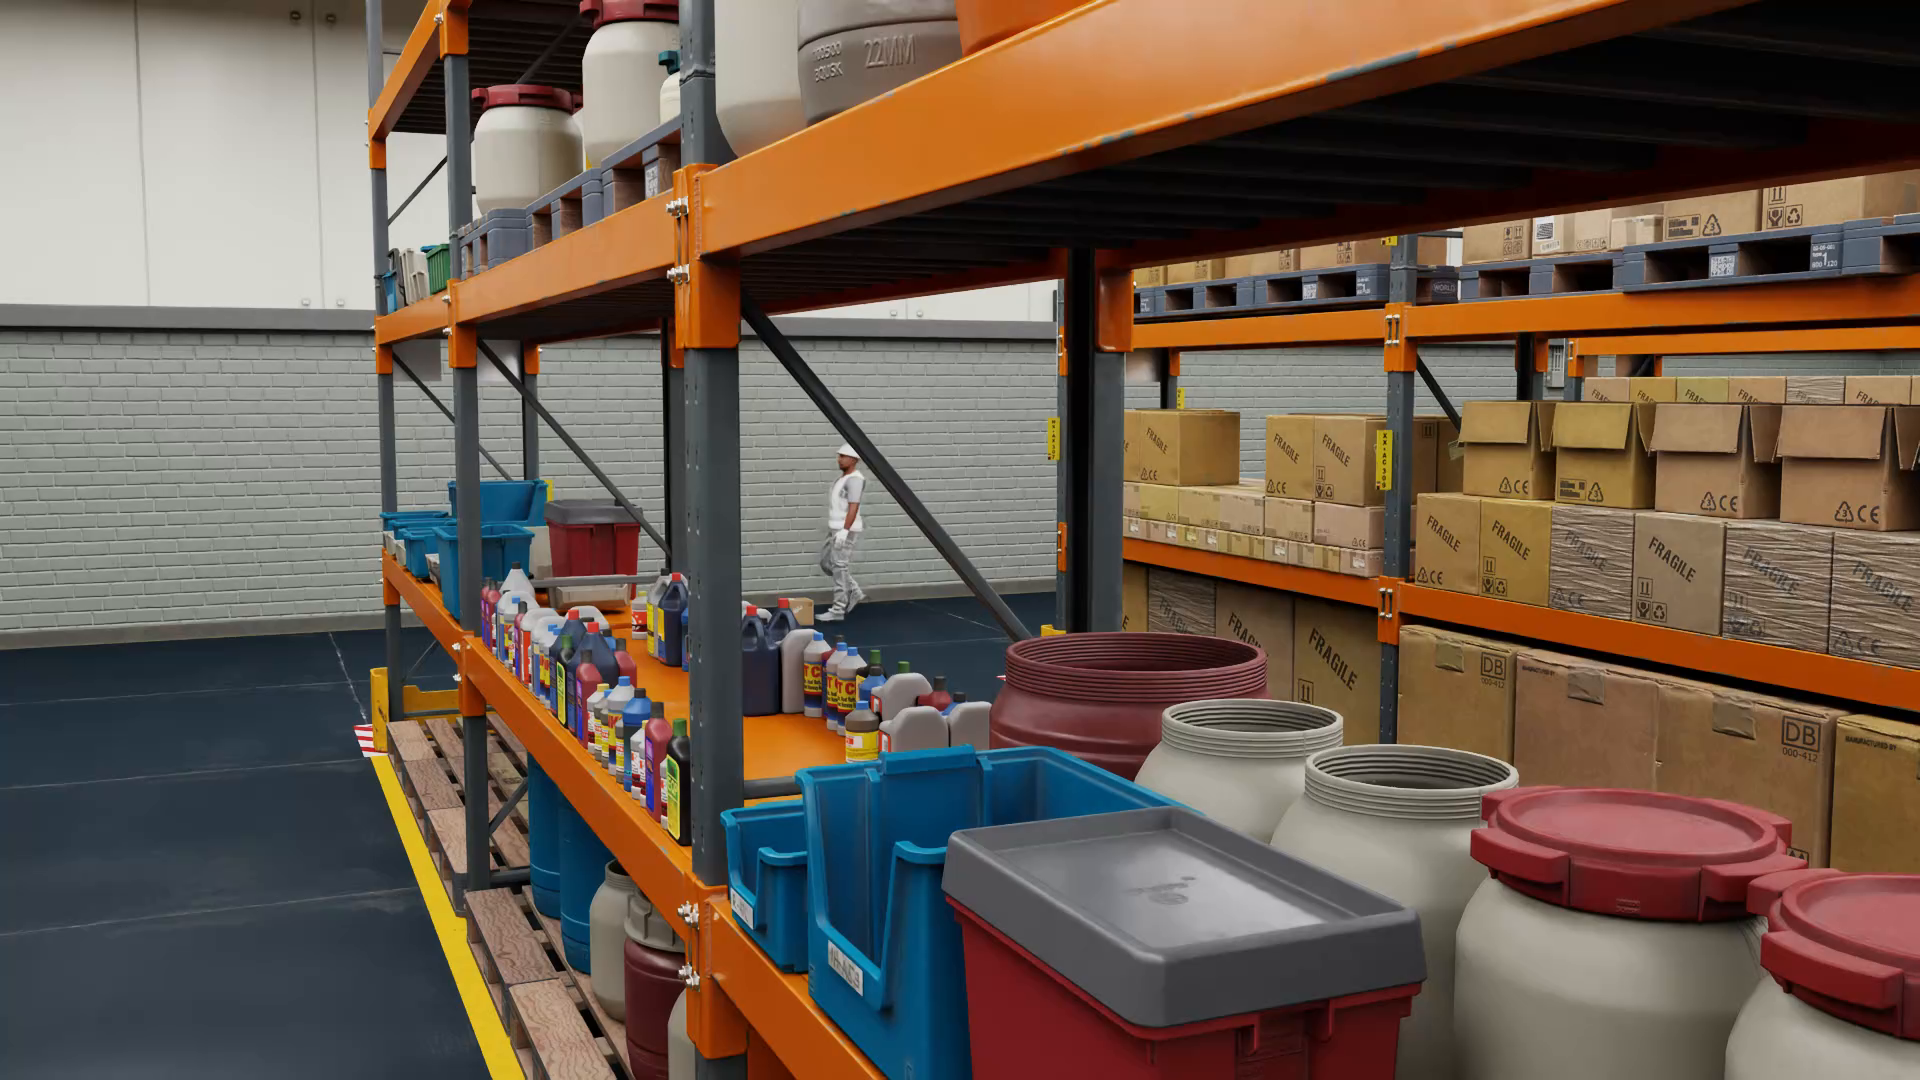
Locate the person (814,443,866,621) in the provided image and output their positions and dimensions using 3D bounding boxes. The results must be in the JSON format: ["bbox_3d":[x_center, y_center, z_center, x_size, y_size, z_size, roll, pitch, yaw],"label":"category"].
[{"bbox_3d":[-1.214,-0.089,16.745,0.570,1.782,0.605,-1,5,-14],"label":"person"}]
